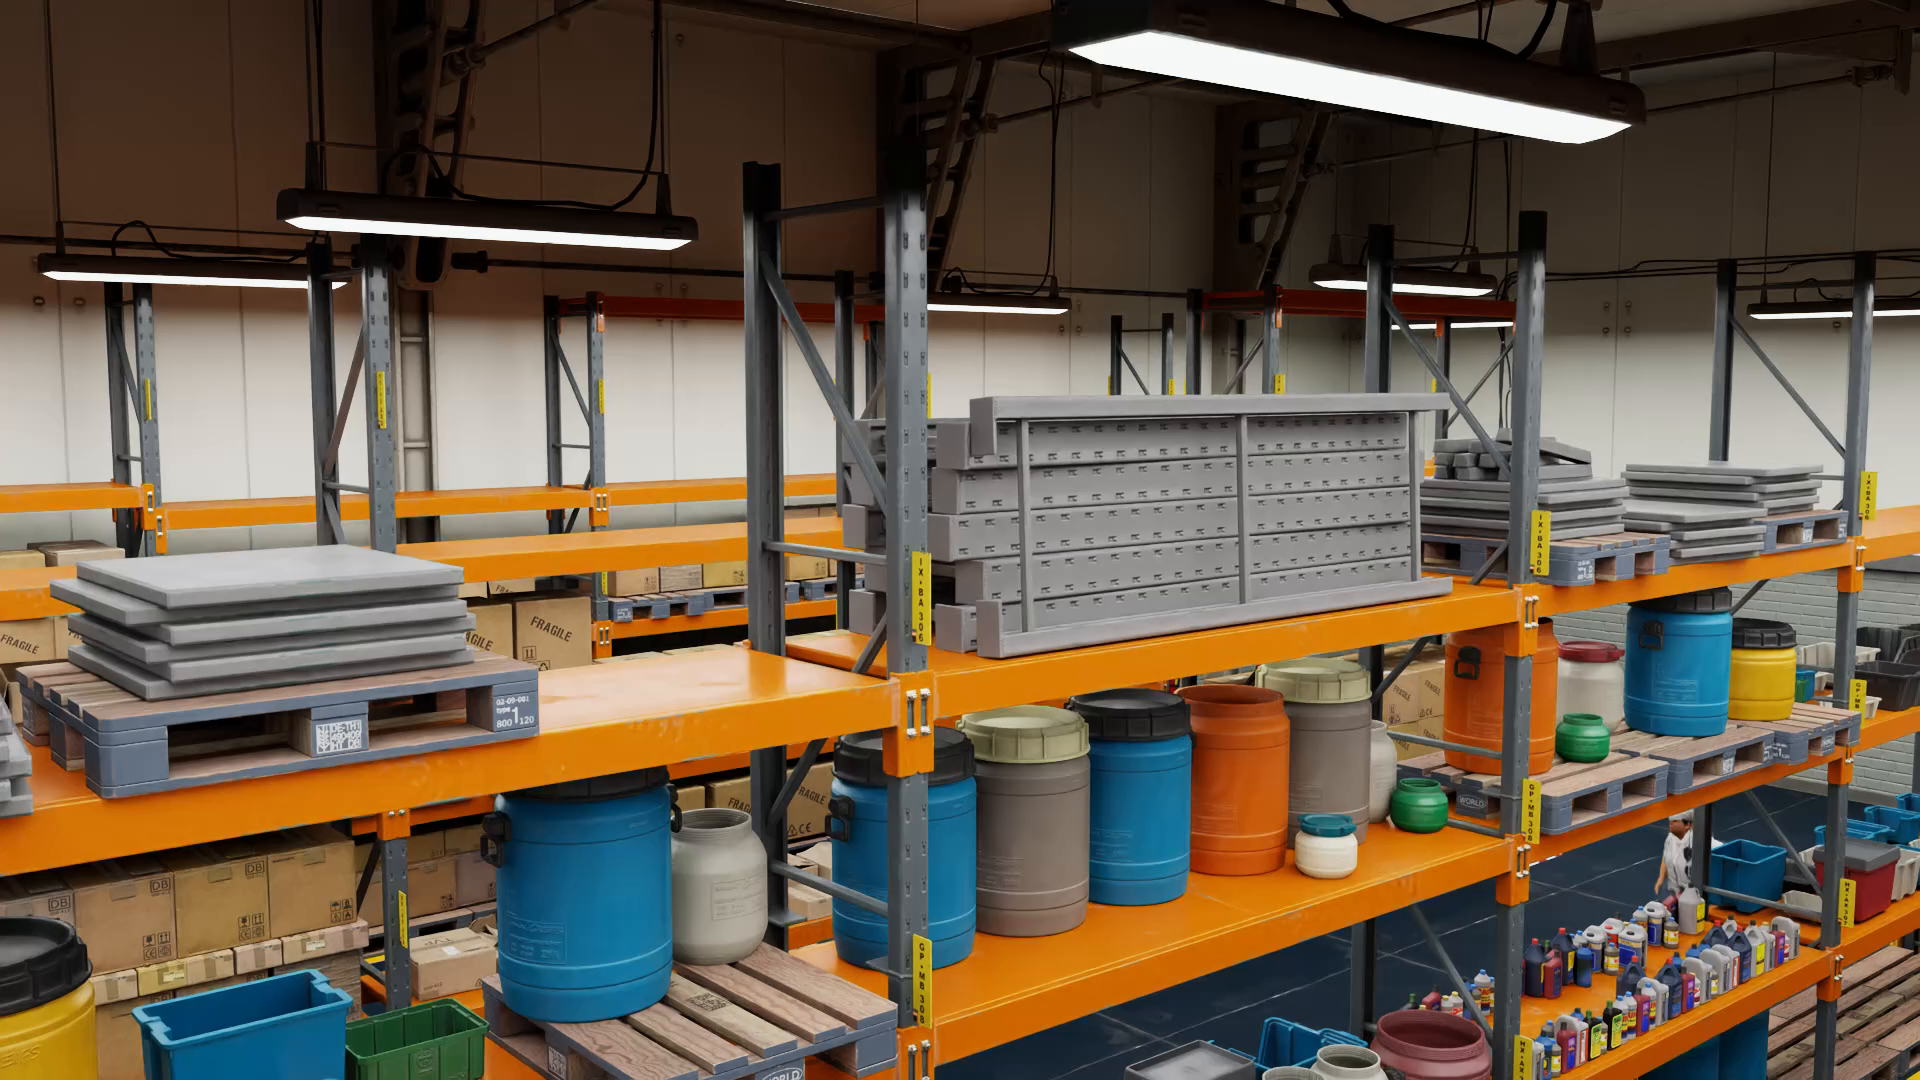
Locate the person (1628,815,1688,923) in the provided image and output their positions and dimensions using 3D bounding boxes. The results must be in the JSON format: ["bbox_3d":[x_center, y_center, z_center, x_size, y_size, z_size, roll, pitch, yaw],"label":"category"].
[{"bbox_3d":[5.899,3.019,13.898,0.585,1.646,0.503,-2,6,-24],"label":"person"}]
